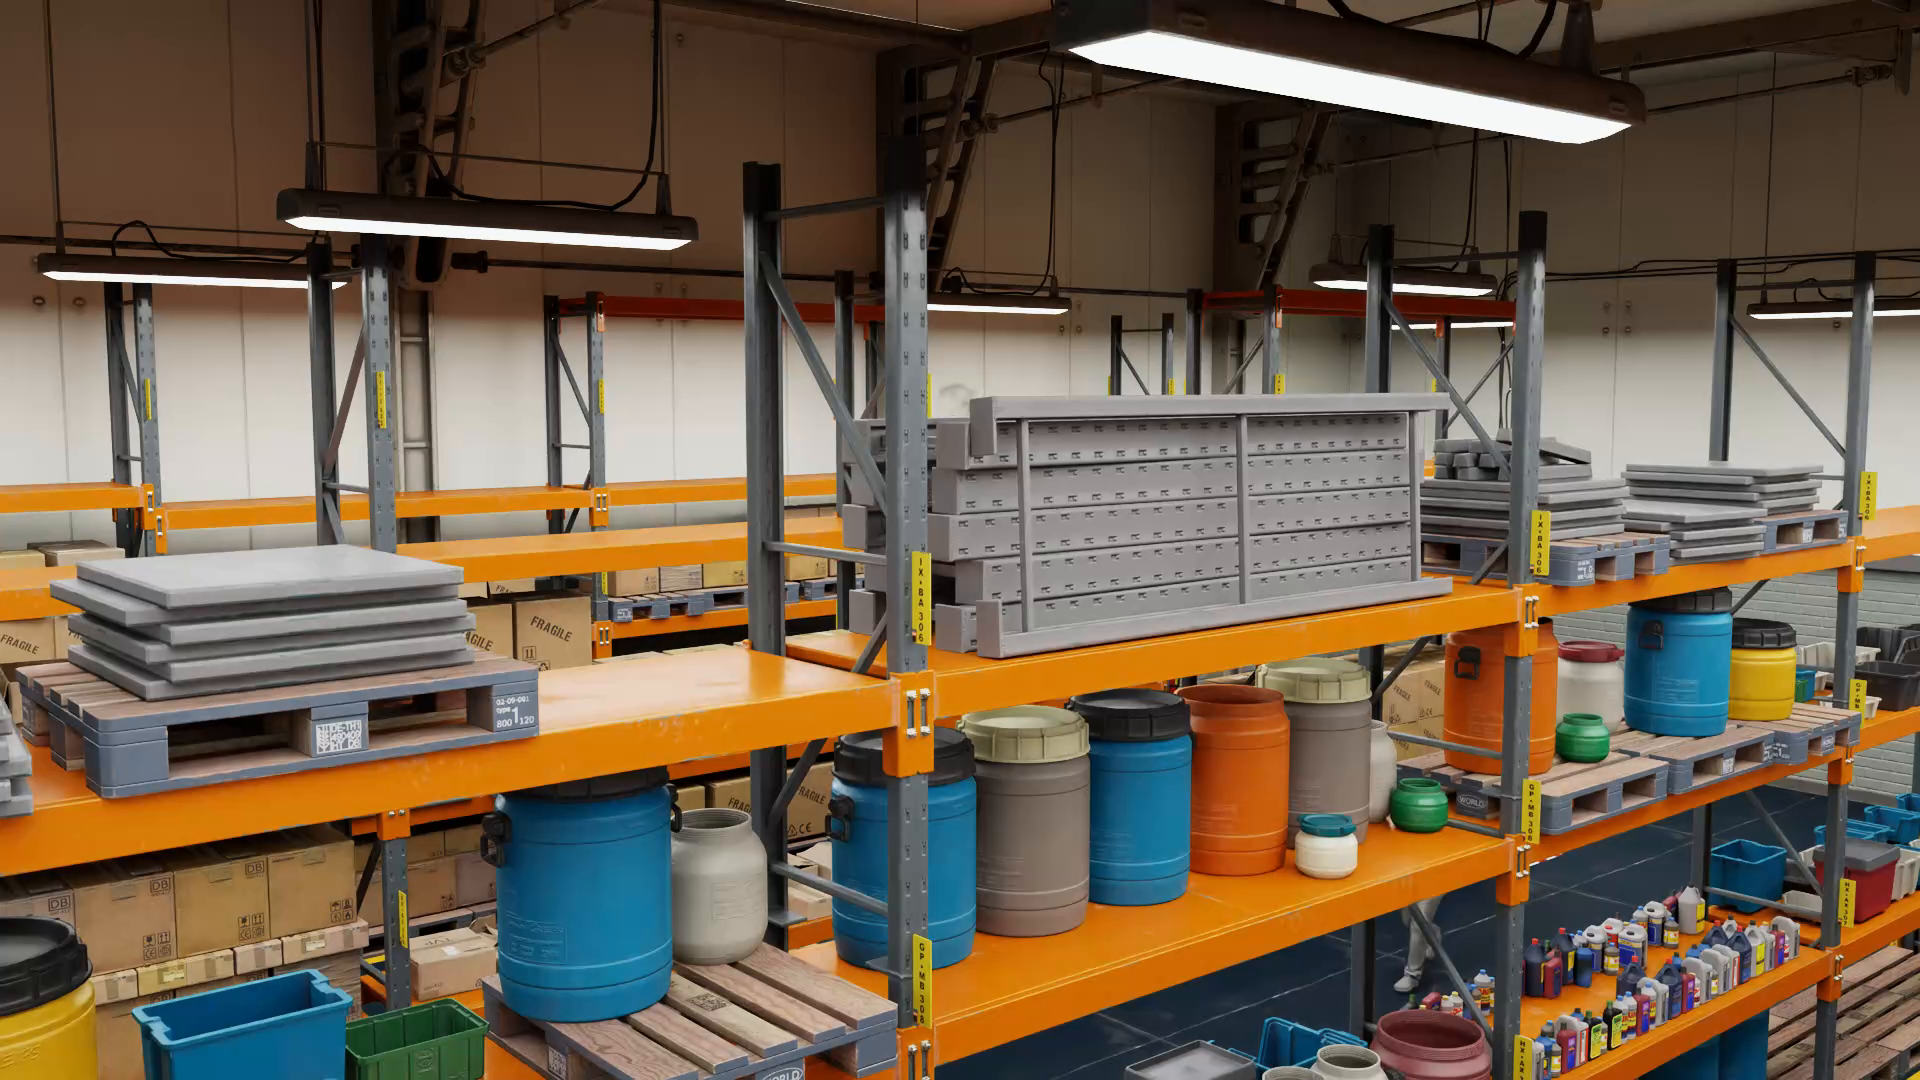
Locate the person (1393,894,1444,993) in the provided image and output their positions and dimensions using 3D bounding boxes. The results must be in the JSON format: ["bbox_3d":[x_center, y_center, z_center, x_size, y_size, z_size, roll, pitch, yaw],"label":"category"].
[{"bbox_3d":[3.964,2.902,14.246,0.663,1.750,0.957,5,8,44],"label":"person"}]
